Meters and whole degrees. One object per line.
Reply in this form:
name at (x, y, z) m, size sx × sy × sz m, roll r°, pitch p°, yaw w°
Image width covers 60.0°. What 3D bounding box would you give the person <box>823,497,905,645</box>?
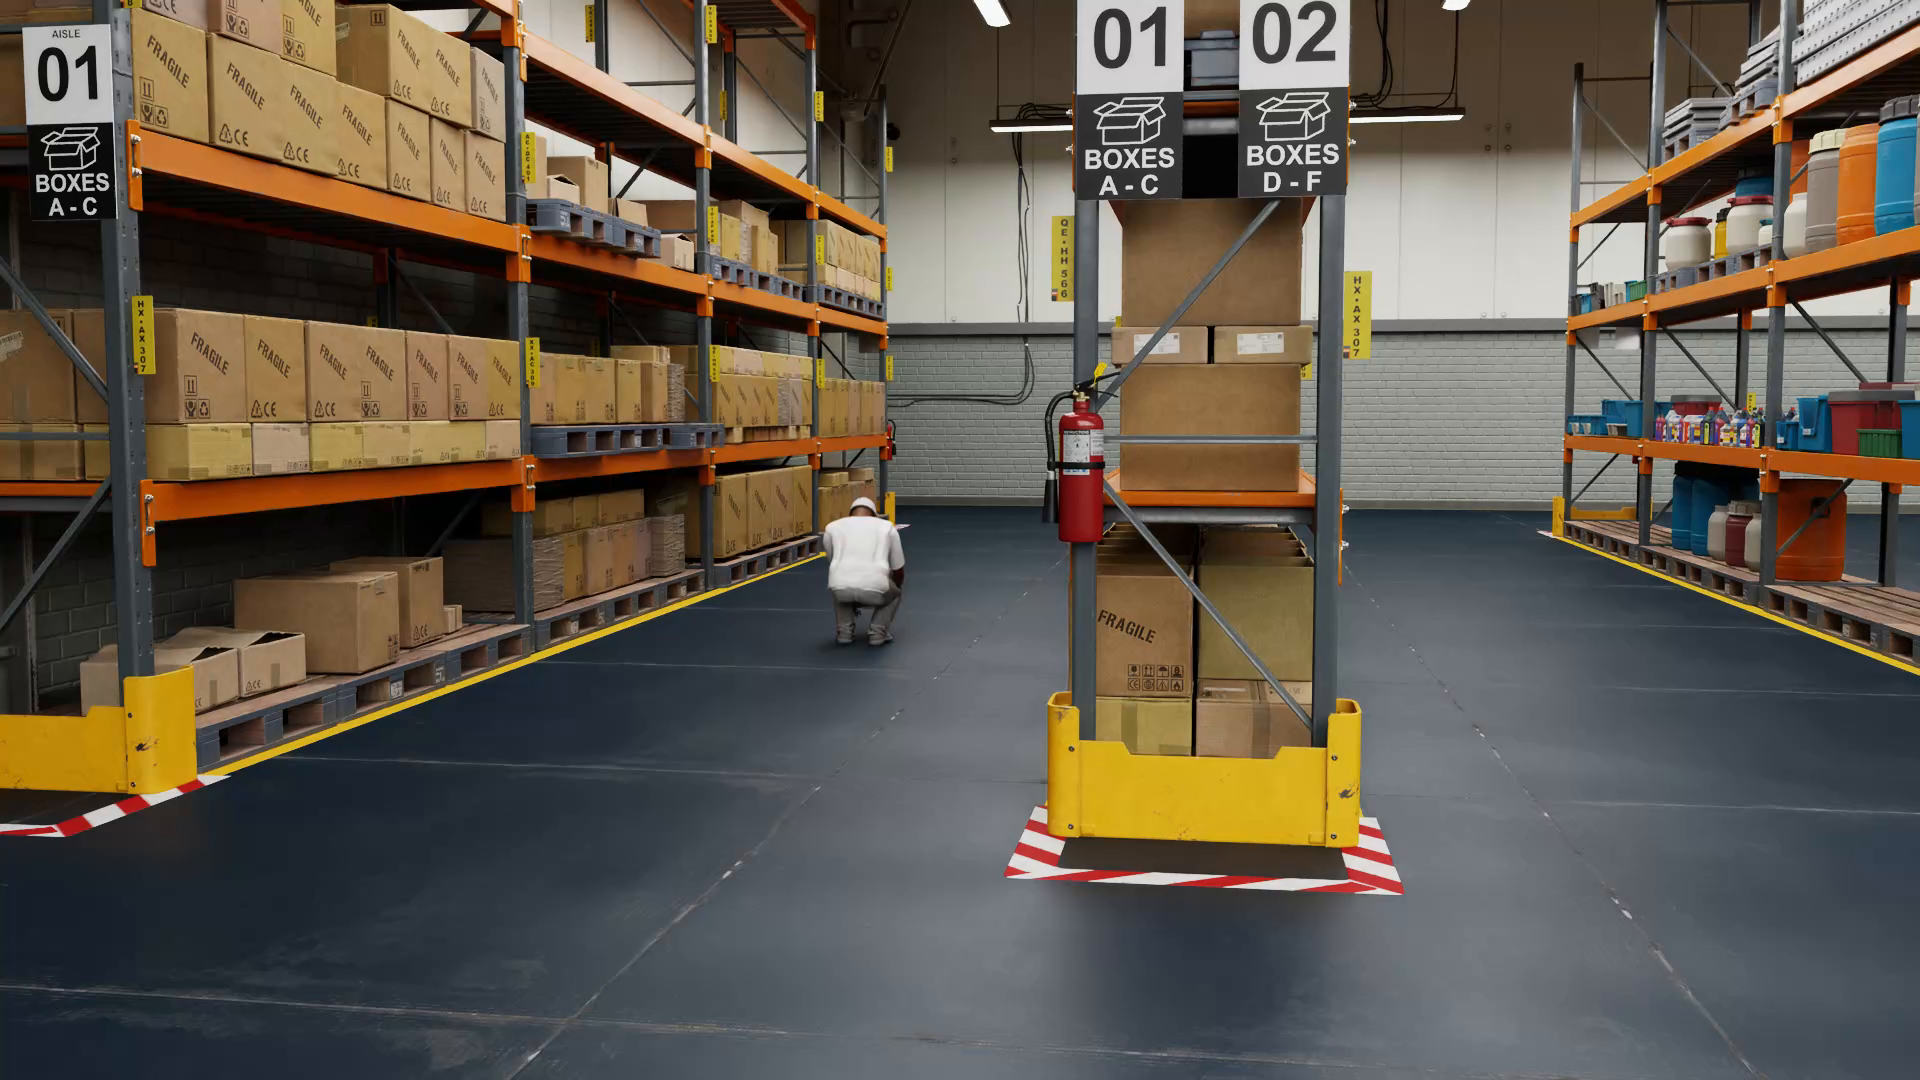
person at (-0.695, 0.213, 11.759) m, size 0.573 × 1.001 × 0.881 m, roll 1°, pitch 4°, yaw 8°
